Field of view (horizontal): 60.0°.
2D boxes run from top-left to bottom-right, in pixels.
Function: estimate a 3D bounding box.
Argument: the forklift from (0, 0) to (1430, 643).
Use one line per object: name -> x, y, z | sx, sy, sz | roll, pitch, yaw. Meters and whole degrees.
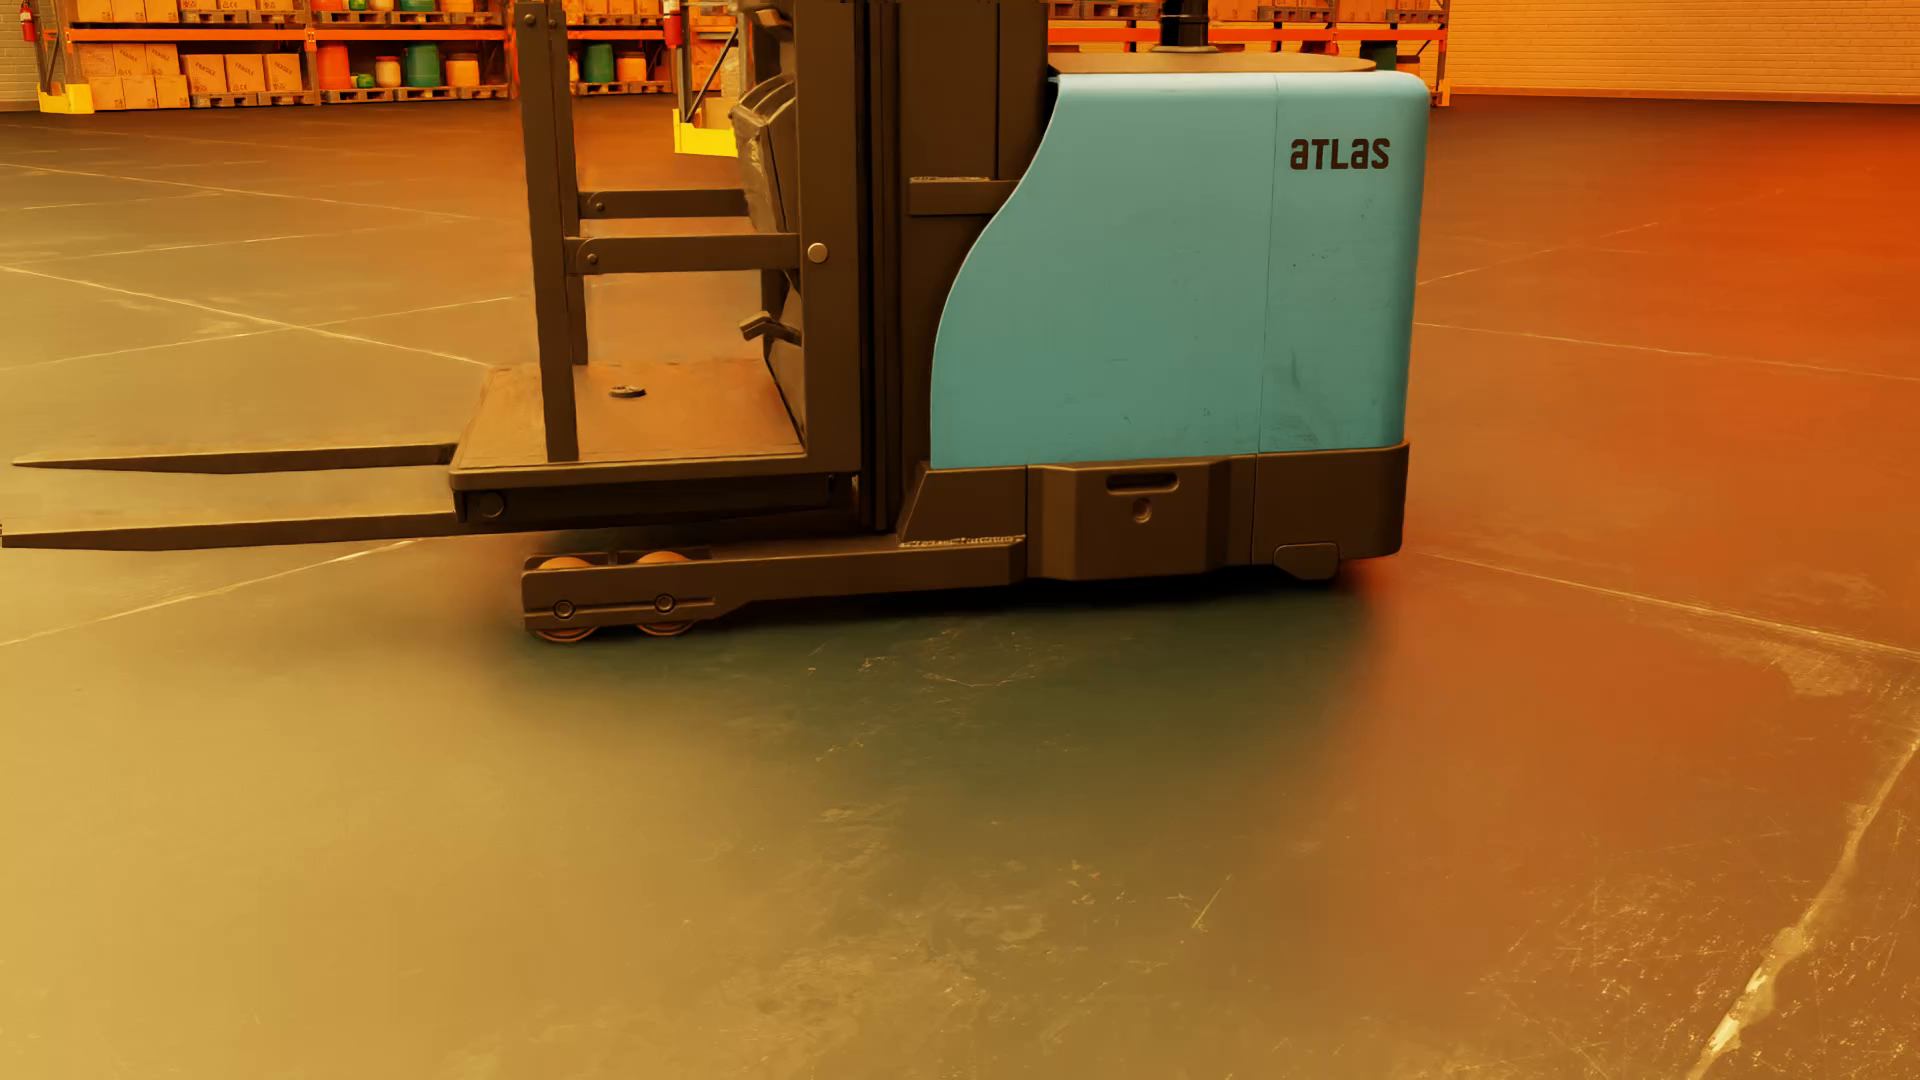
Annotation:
forklift -> -0.599, -1.367, 3.398 | 3.031, 2.935, 1.130 | -3, 17, -10
